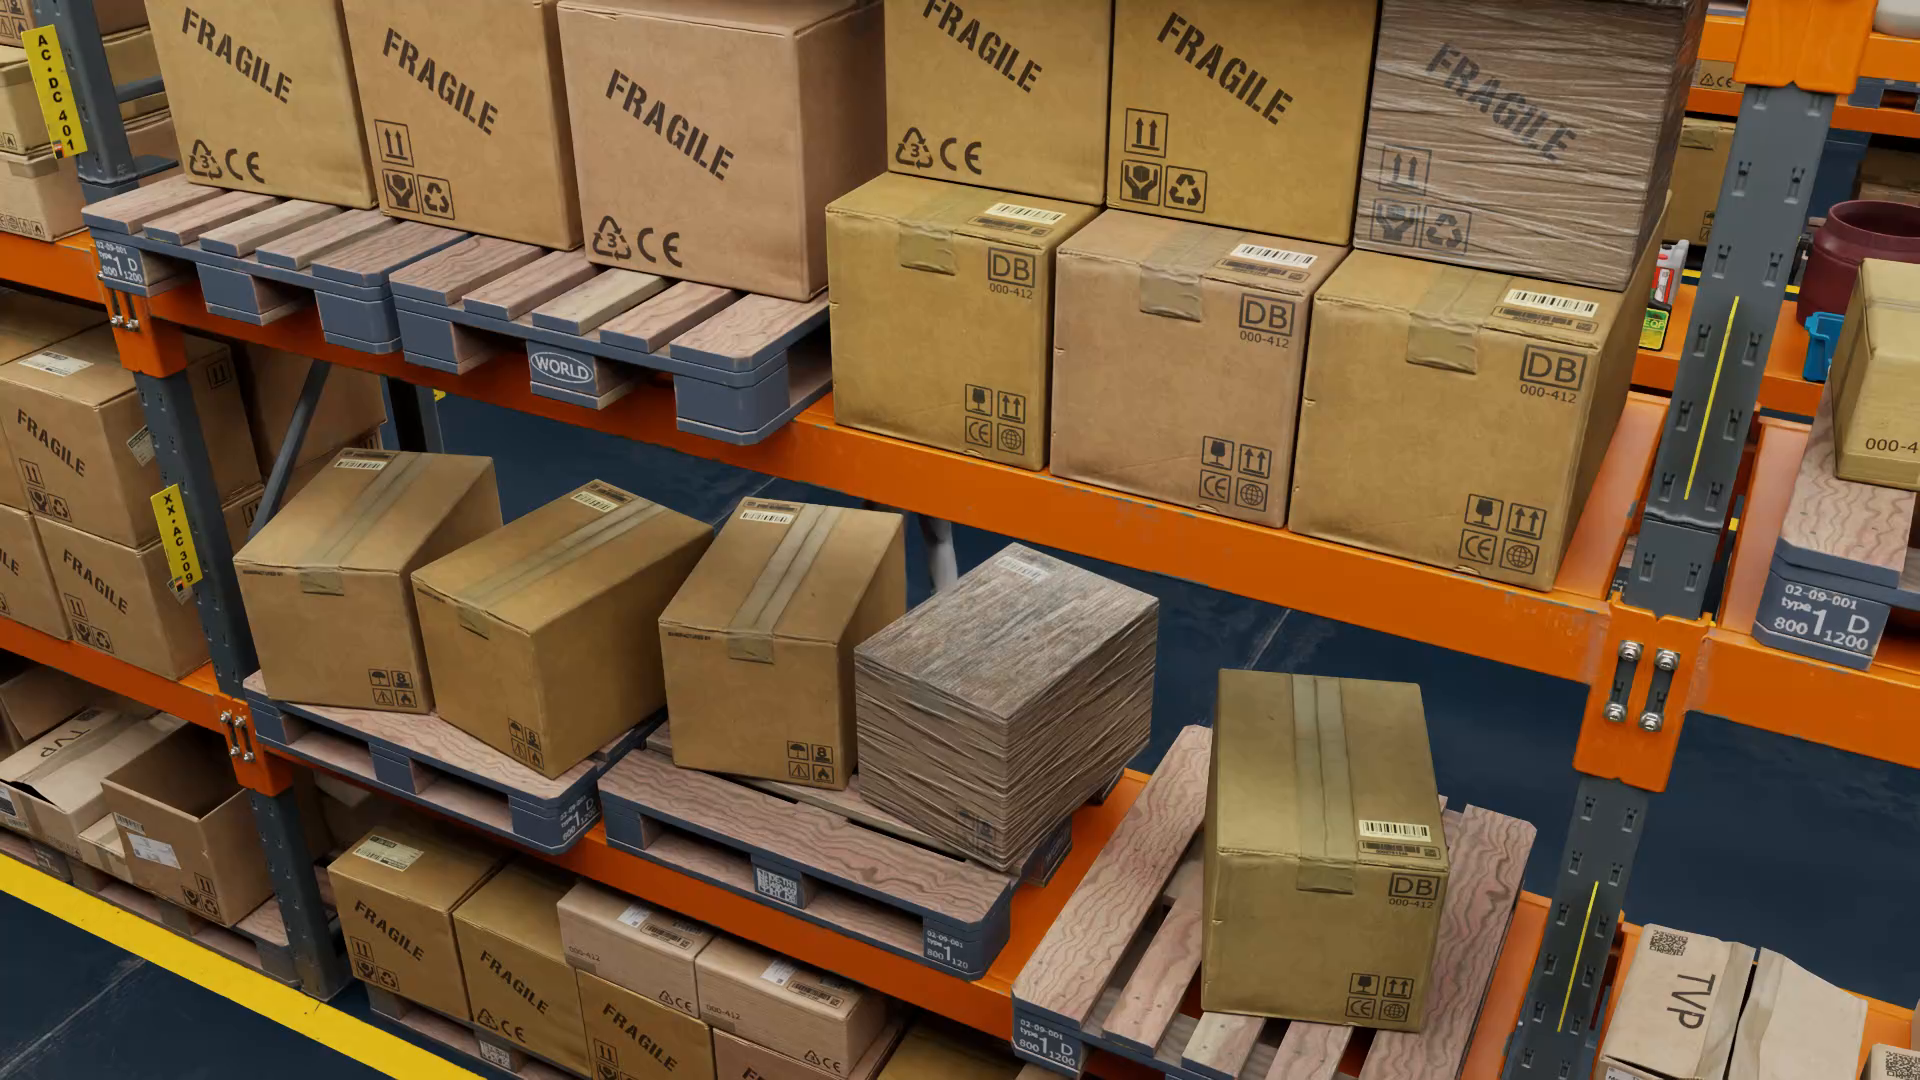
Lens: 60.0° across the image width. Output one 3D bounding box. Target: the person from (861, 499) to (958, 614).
[{"bbox_3d":[-0.209,-0.240,7.505,0.497,1.679,0.536,-9,31,-15],"label":"person"}]
